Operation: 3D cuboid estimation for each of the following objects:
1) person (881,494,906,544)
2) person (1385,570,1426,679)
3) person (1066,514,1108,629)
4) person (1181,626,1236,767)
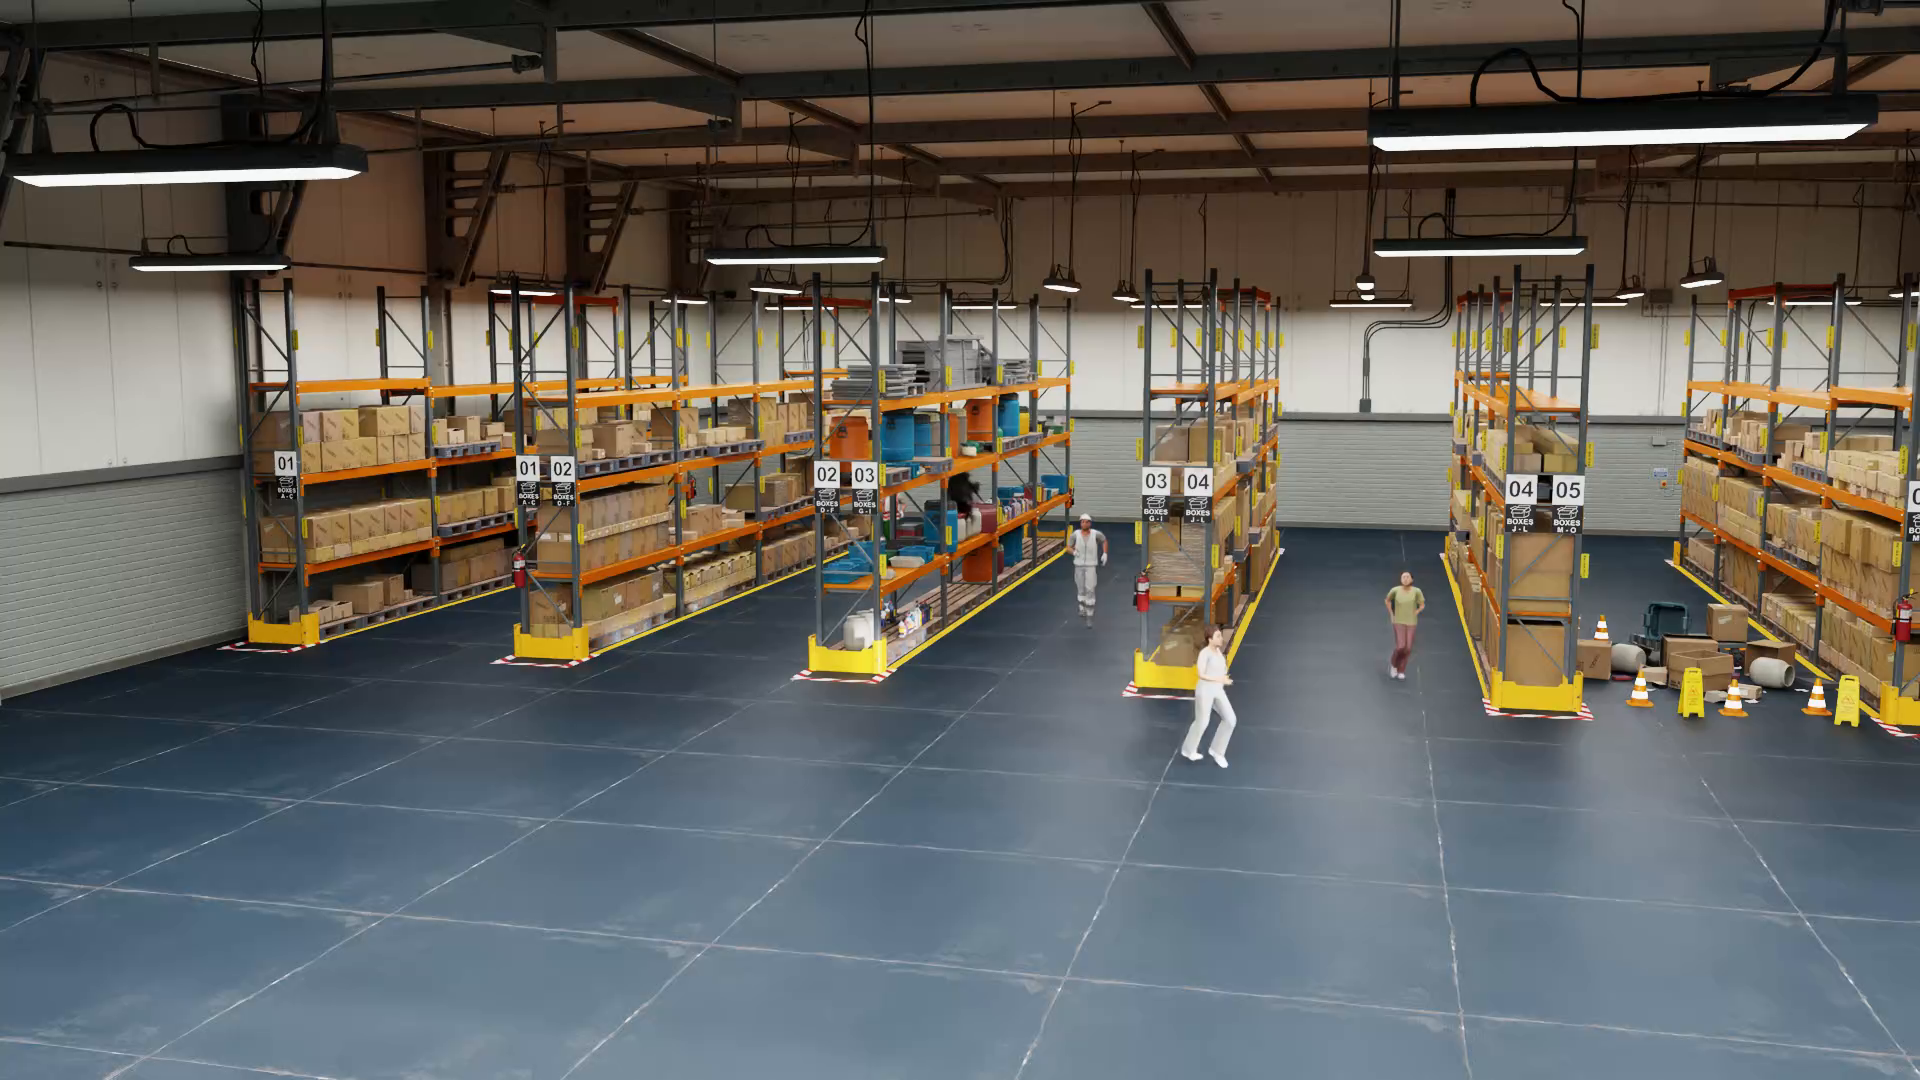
[{"bbox_3d":[-1.571,-0.433,37.694,0.654,1.776,0.985,0,7,4],"label":"person"},{"bbox_3d":[6.568,1.257,24.496,0.561,1.629,0.573,1,7,8],"label":"person"},{"bbox_3d":[2.121,0.507,27.964,0.680,1.914,0.743,1,7,10],"label":"person"},{"bbox_3d":[2.942,1.845,19.595,0.517,1.700,0.746,-6,9,-43],"label":"person"}]
